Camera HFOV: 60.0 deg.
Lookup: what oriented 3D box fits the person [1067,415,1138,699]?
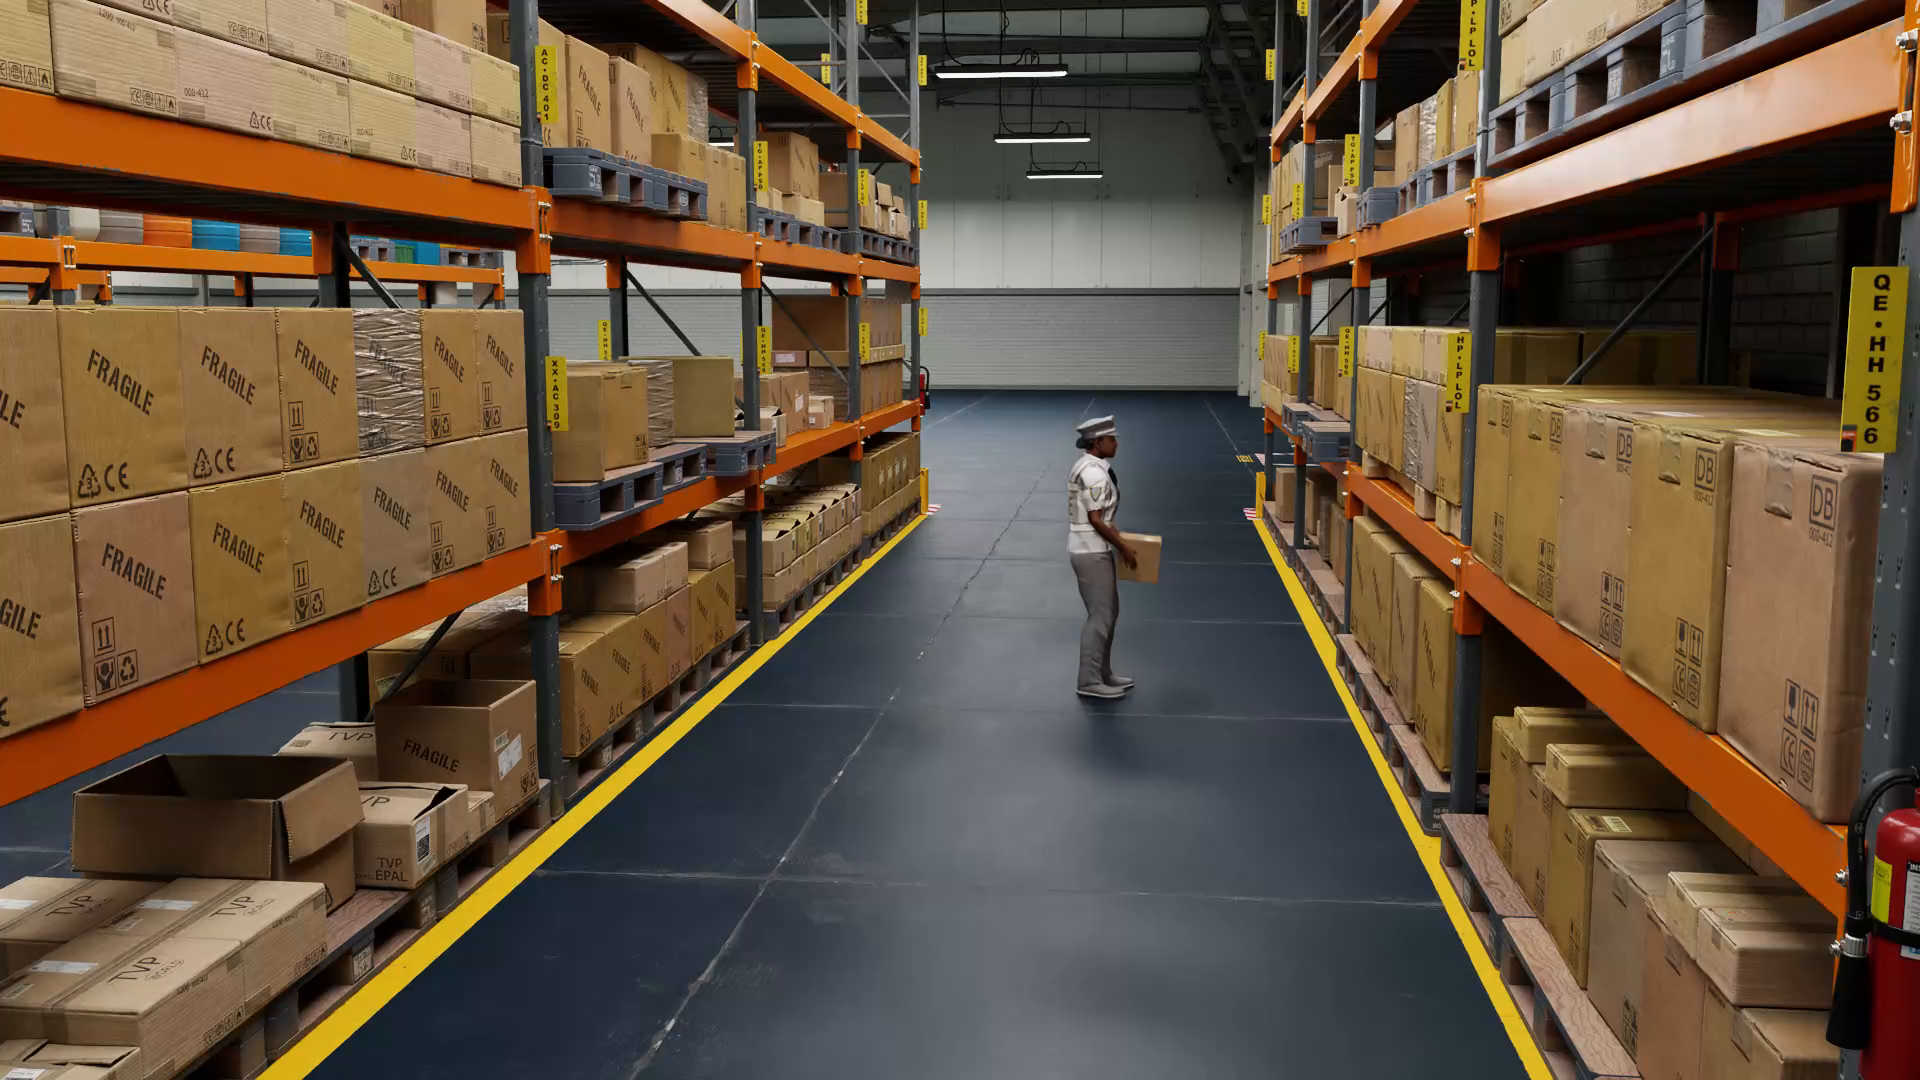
[{"bbox_3d":[0.864,0.088,10.051,0.441,1.686,0.475,1,8,5],"label":"person"}]
